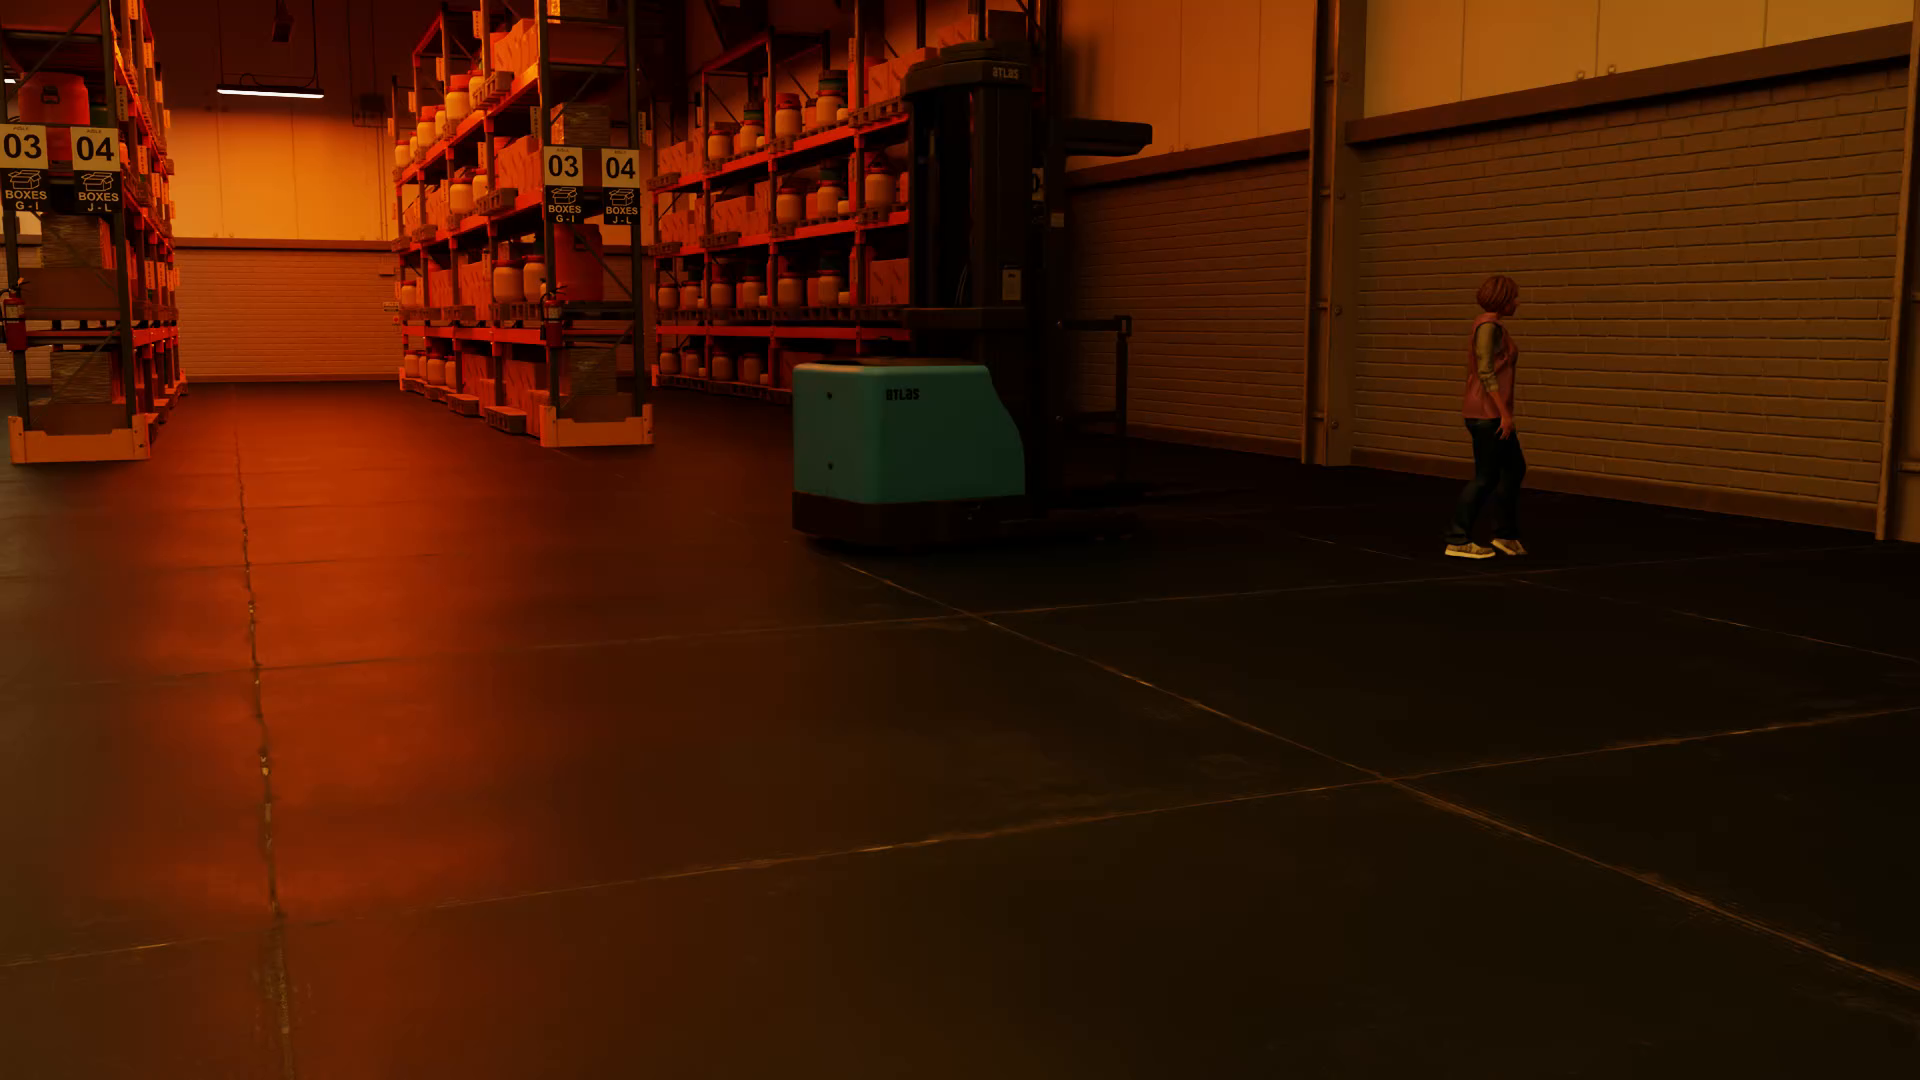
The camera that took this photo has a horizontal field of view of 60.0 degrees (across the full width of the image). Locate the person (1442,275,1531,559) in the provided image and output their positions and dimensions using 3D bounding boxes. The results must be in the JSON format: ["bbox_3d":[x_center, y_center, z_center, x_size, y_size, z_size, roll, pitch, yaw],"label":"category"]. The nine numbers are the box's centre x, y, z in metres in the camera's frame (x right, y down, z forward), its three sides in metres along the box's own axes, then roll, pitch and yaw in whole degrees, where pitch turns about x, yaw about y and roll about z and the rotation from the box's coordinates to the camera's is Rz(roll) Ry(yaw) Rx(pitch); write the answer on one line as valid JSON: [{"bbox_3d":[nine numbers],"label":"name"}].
[{"bbox_3d":[2.992,-0.660,9.317,0.509,1.628,0.513,2,8,16],"label":"person"}]

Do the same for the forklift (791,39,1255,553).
[{"bbox_3d":[0.496,-1.502,10.331,3.031,2.935,1.130,-5,9,-32],"label":"forklift"}]
